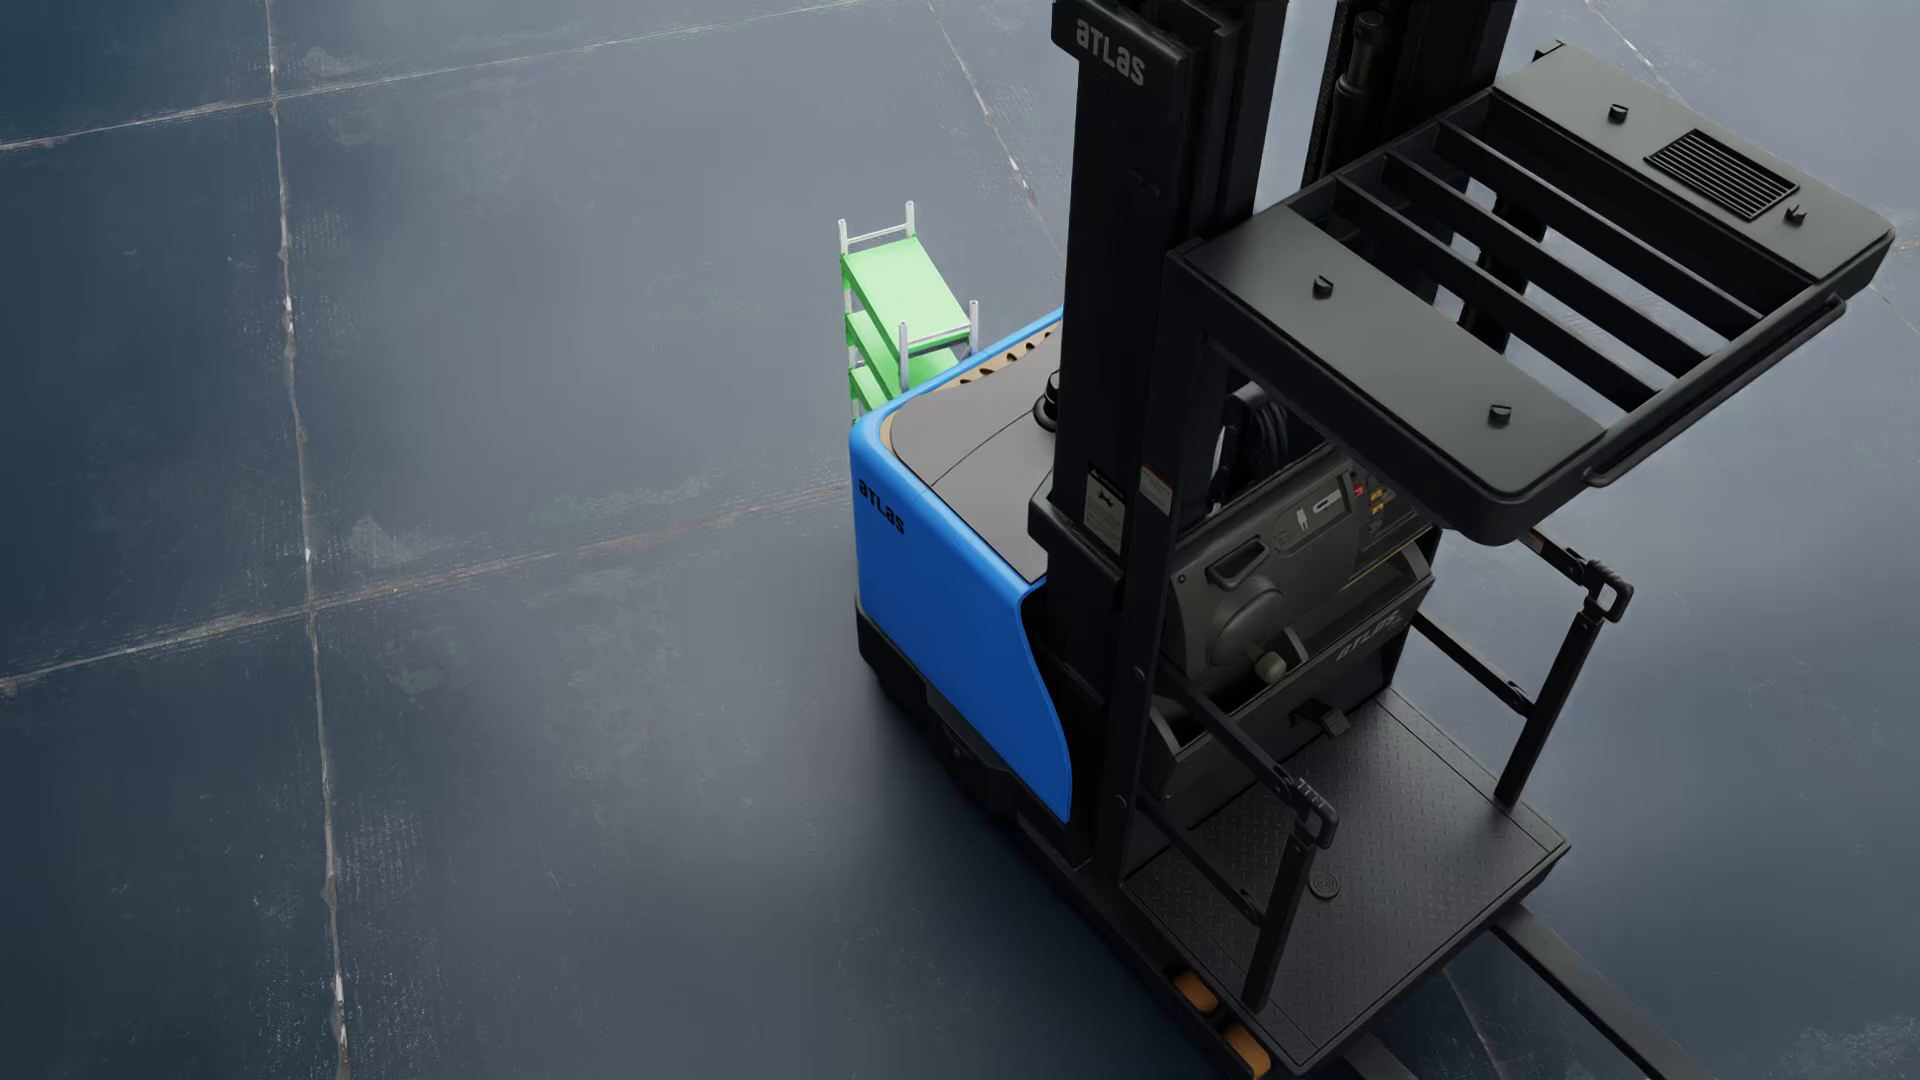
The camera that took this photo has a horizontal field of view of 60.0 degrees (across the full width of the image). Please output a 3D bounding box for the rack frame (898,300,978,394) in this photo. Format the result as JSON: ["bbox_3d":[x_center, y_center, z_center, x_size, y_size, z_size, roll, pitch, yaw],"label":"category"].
[{"bbox_3d":[-0.061,-0.259,5.183,0.240,1.200,0.015,-18,52,-15],"label":"rack frame"}]

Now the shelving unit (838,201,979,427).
[{"bbox_3d":[-0.157,-0.430,5.328,0.258,1.200,0.503,-18,52,-15],"label":"shelving unit"}]

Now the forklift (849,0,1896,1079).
[{"bbox_3d":[0.977,0.086,3.761,1.130,2.935,3.031,-31,56,-23],"label":"forklift"}]

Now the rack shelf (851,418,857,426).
[{"bbox_3d":[-0.157,-0.234,5.560,0.258,0.148,0.480,-18,52,-15],"label":"rack shelf"}]

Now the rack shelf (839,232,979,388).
[{"bbox_3d":[-0.157,-0.699,5.010,0.258,0.148,0.480,-18,52,-15],"label":"rack shelf"}]

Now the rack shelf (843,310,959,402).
[{"bbox_3d":[-0.157,-0.544,5.193,0.258,0.148,0.480,-18,52,-15],"label":"rack shelf"}]

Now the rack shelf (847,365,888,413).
[{"bbox_3d":[-0.157,-0.389,5.377,0.258,0.148,0.480,-18,52,-15],"label":"rack shelf"}]

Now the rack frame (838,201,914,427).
[{"bbox_3d":[-0.253,-0.602,5.473,0.240,1.200,0.015,-18,52,-15],"label":"rack frame"}]
